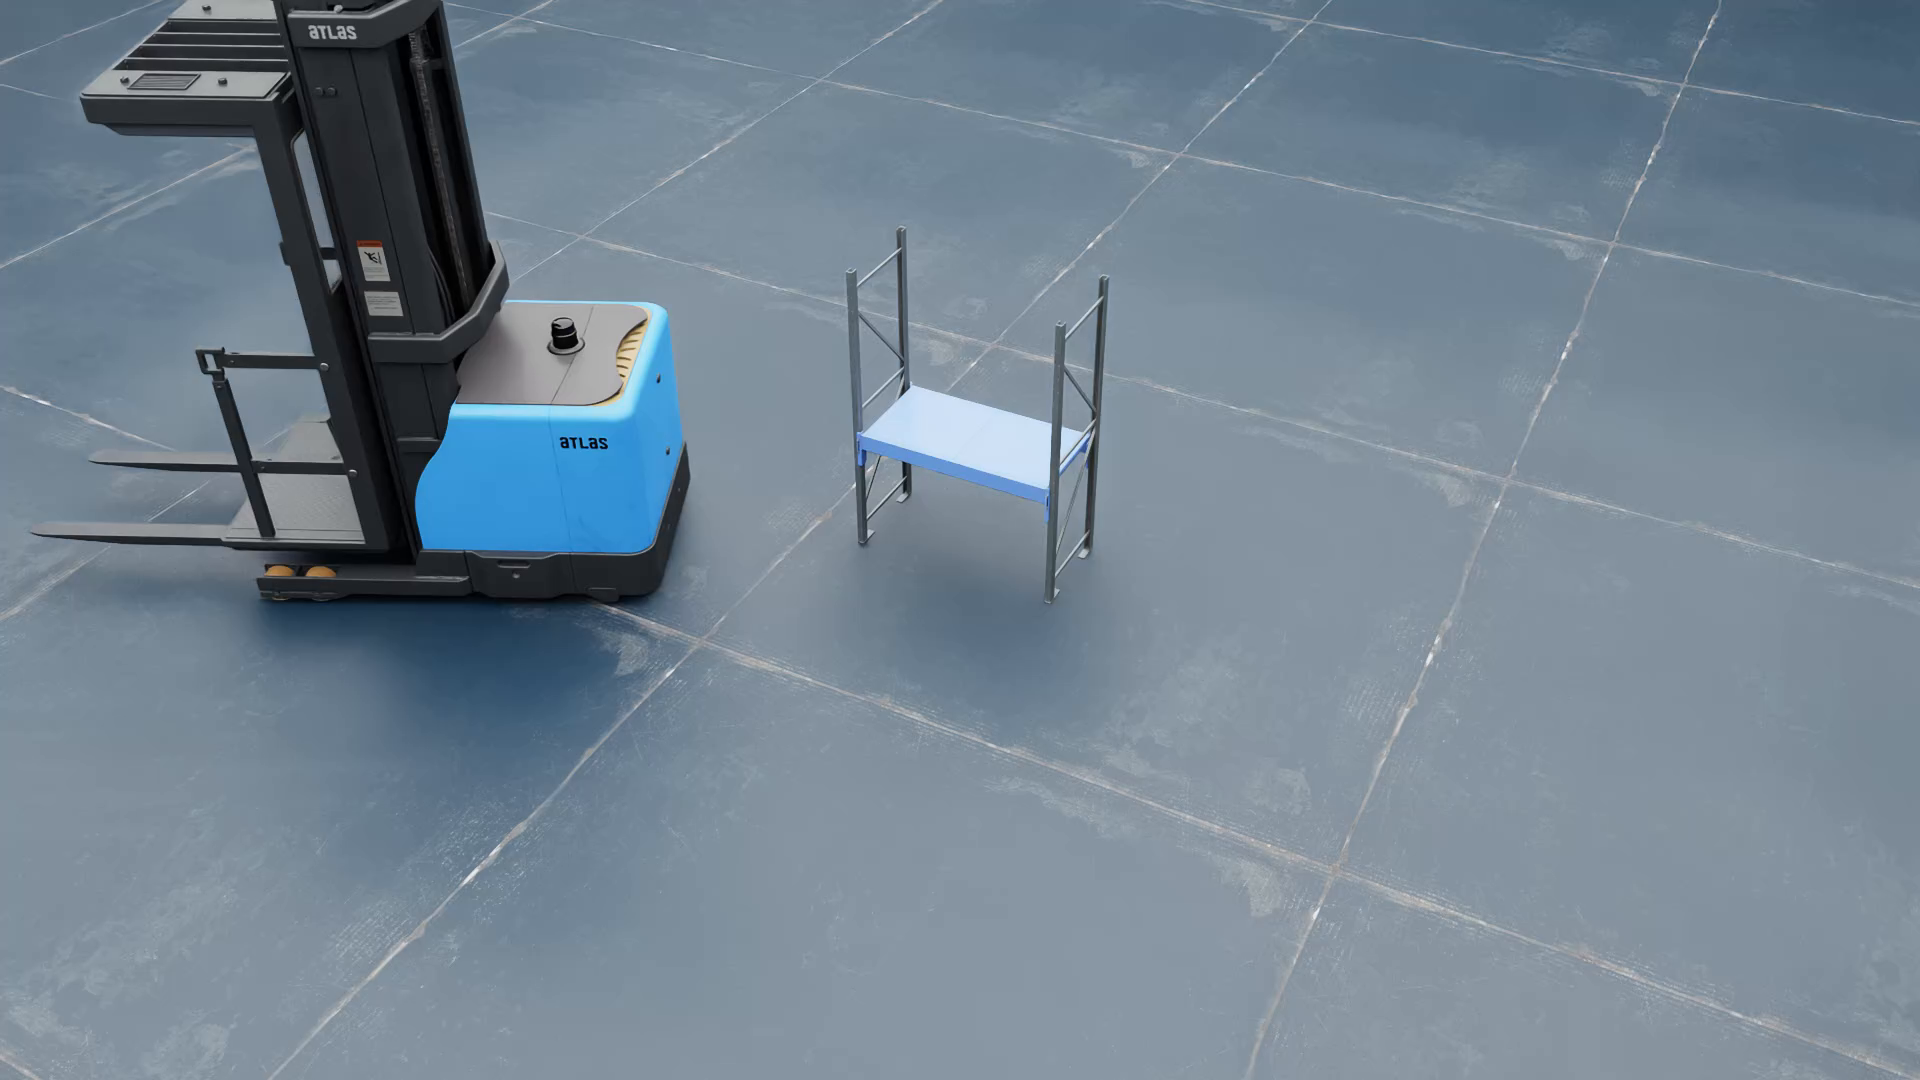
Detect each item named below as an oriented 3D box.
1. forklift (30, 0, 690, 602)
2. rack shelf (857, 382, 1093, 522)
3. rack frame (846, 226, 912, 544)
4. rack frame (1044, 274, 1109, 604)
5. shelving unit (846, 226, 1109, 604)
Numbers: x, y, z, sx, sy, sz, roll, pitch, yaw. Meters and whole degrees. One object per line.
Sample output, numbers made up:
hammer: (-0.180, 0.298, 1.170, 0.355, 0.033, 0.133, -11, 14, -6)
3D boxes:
forklift: (-2.913, -1.196, 7.401, 3.031, 2.935, 1.130, 1, 37, 2)
rack shelf: (0.076, -0.430, 7.874, 1.000, 0.185, 0.538, 17, 41, 21)
rack frame: (-0.376, -0.715, 7.952, 0.032, 1.500, 0.500, 17, 41, 21)
rack frame: (0.527, -0.432, 7.579, 0.032, 1.500, 0.500, 17, 41, 21)
shelving unit: (0.076, -0.574, 7.765, 1.048, 1.500, 0.538, 17, 41, 21)
